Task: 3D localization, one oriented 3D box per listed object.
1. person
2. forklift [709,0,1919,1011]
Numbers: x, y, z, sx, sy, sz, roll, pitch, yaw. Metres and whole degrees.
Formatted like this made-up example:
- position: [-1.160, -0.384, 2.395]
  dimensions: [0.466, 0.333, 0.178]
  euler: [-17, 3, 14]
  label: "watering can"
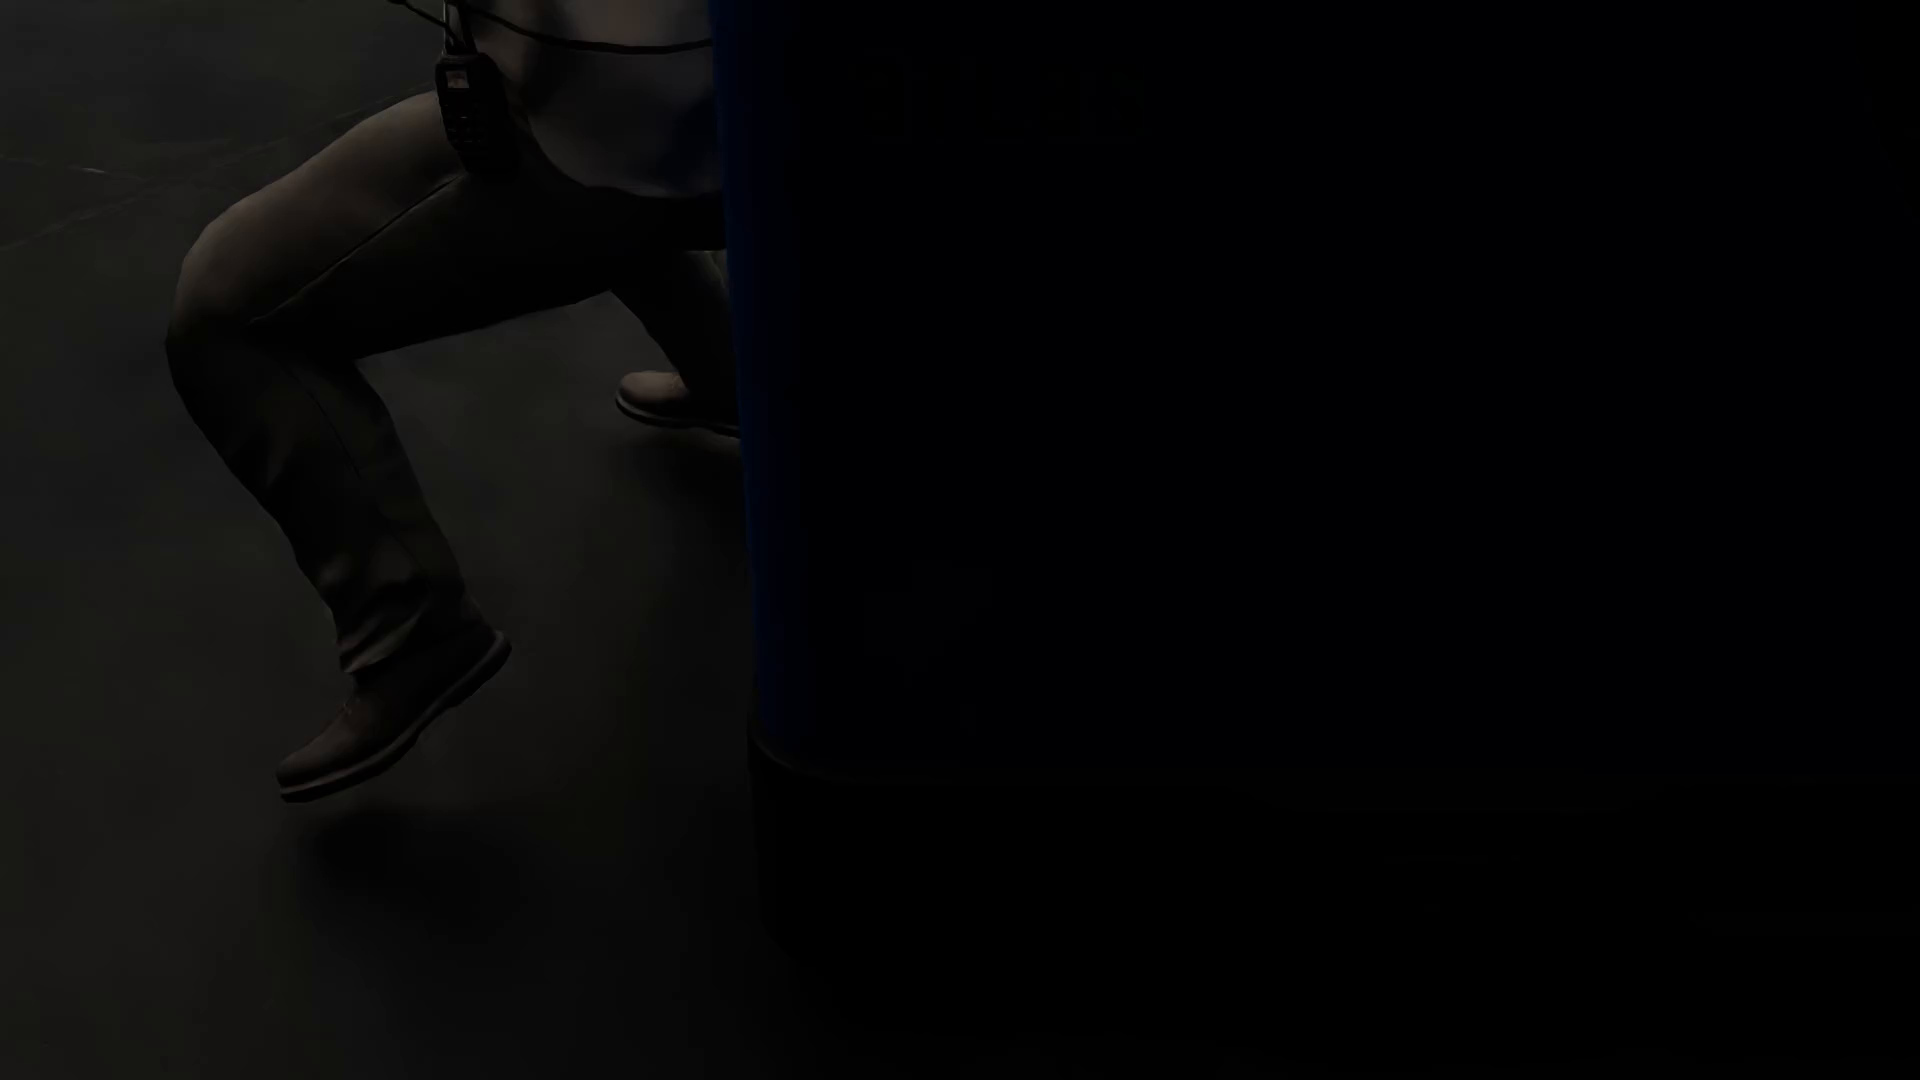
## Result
- position: [-0.531, -0.563, 1.971]
  dimensions: [0.683, 1.434, 1.113]
  euler: [16, 33, 26]
  label: "person"
- position: [1.315, -1.043, 1.368]
  dimensions: [3.031, 2.935, 1.130]
  euler: [0, 30, 0]
  label: "forklift"
